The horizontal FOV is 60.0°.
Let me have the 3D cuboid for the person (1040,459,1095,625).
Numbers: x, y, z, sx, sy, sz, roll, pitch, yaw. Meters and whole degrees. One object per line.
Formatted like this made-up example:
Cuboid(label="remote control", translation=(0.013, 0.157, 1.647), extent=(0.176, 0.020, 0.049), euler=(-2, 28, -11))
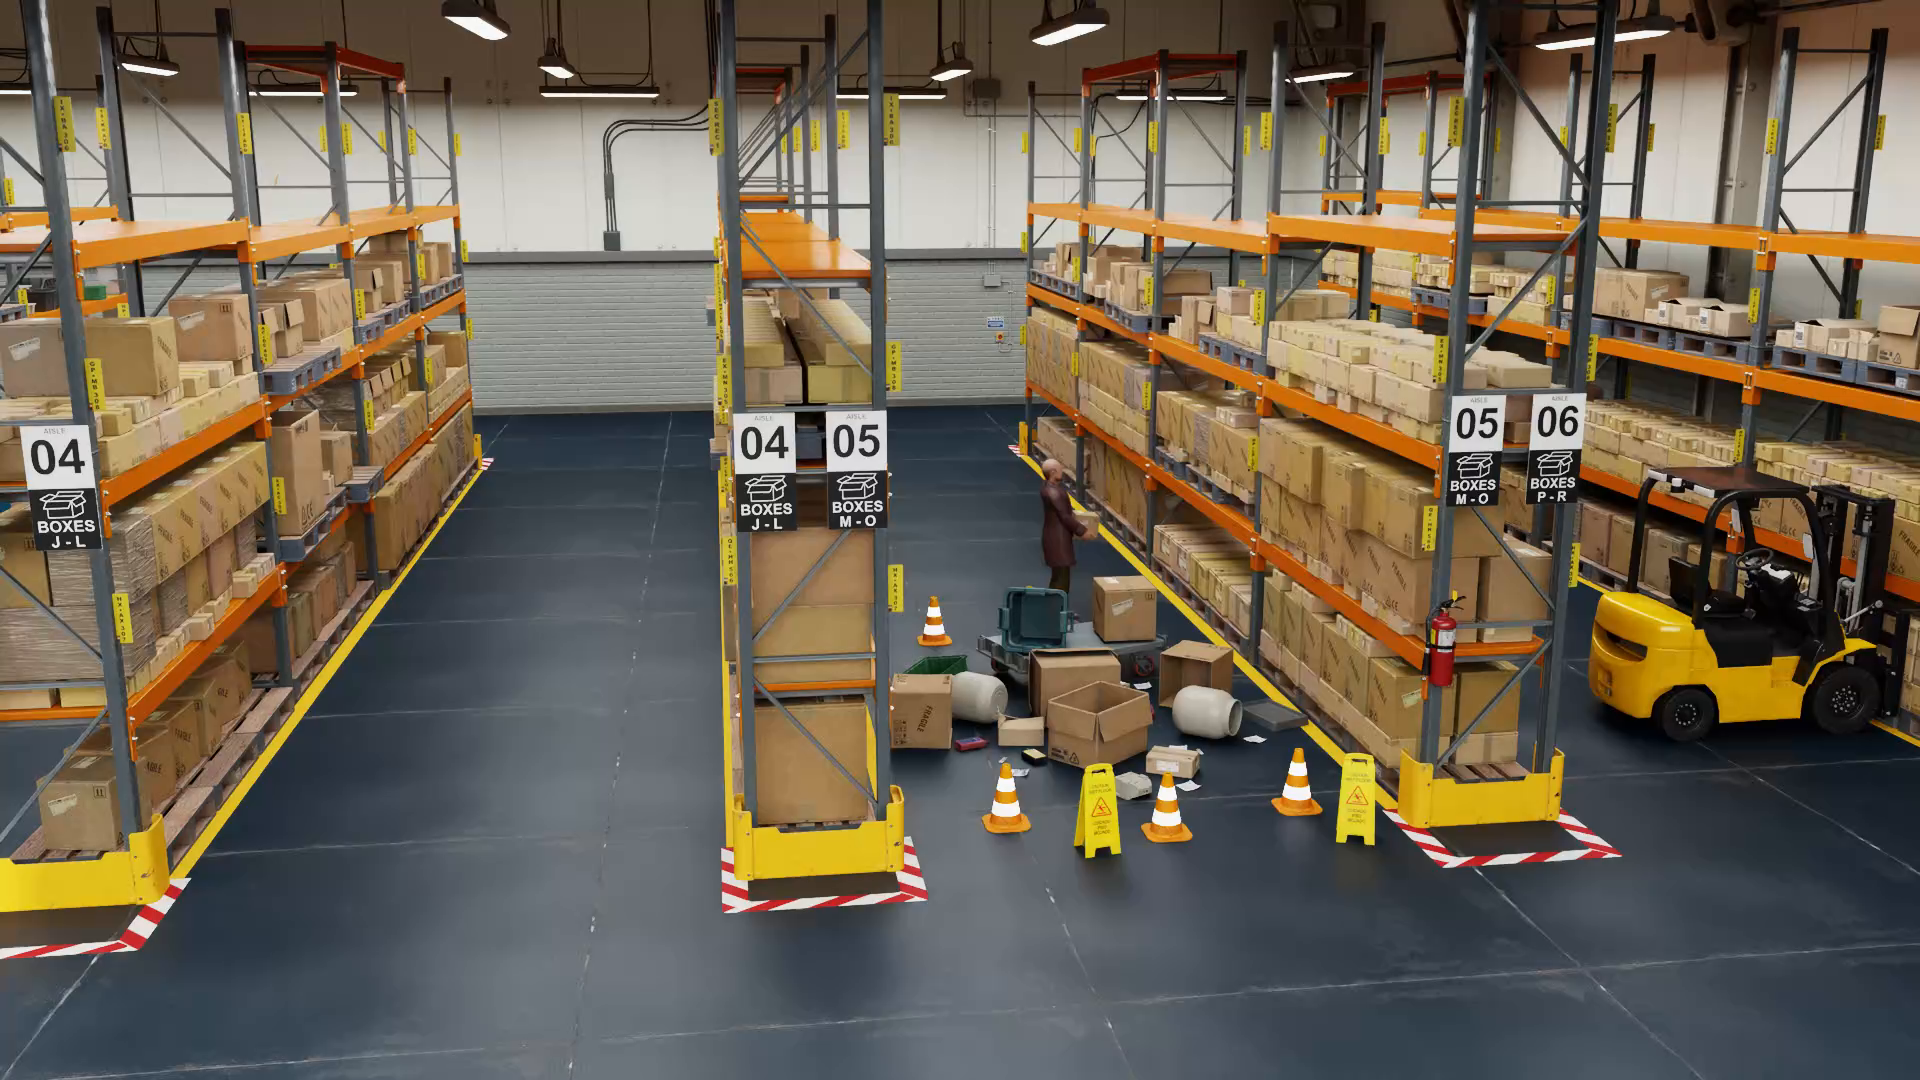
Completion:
Cuboid(label="person", translation=(1.117, 0.024, 17.427), extent=(0.555, 1.770, 0.528), euler=(-2, 13, -7))
